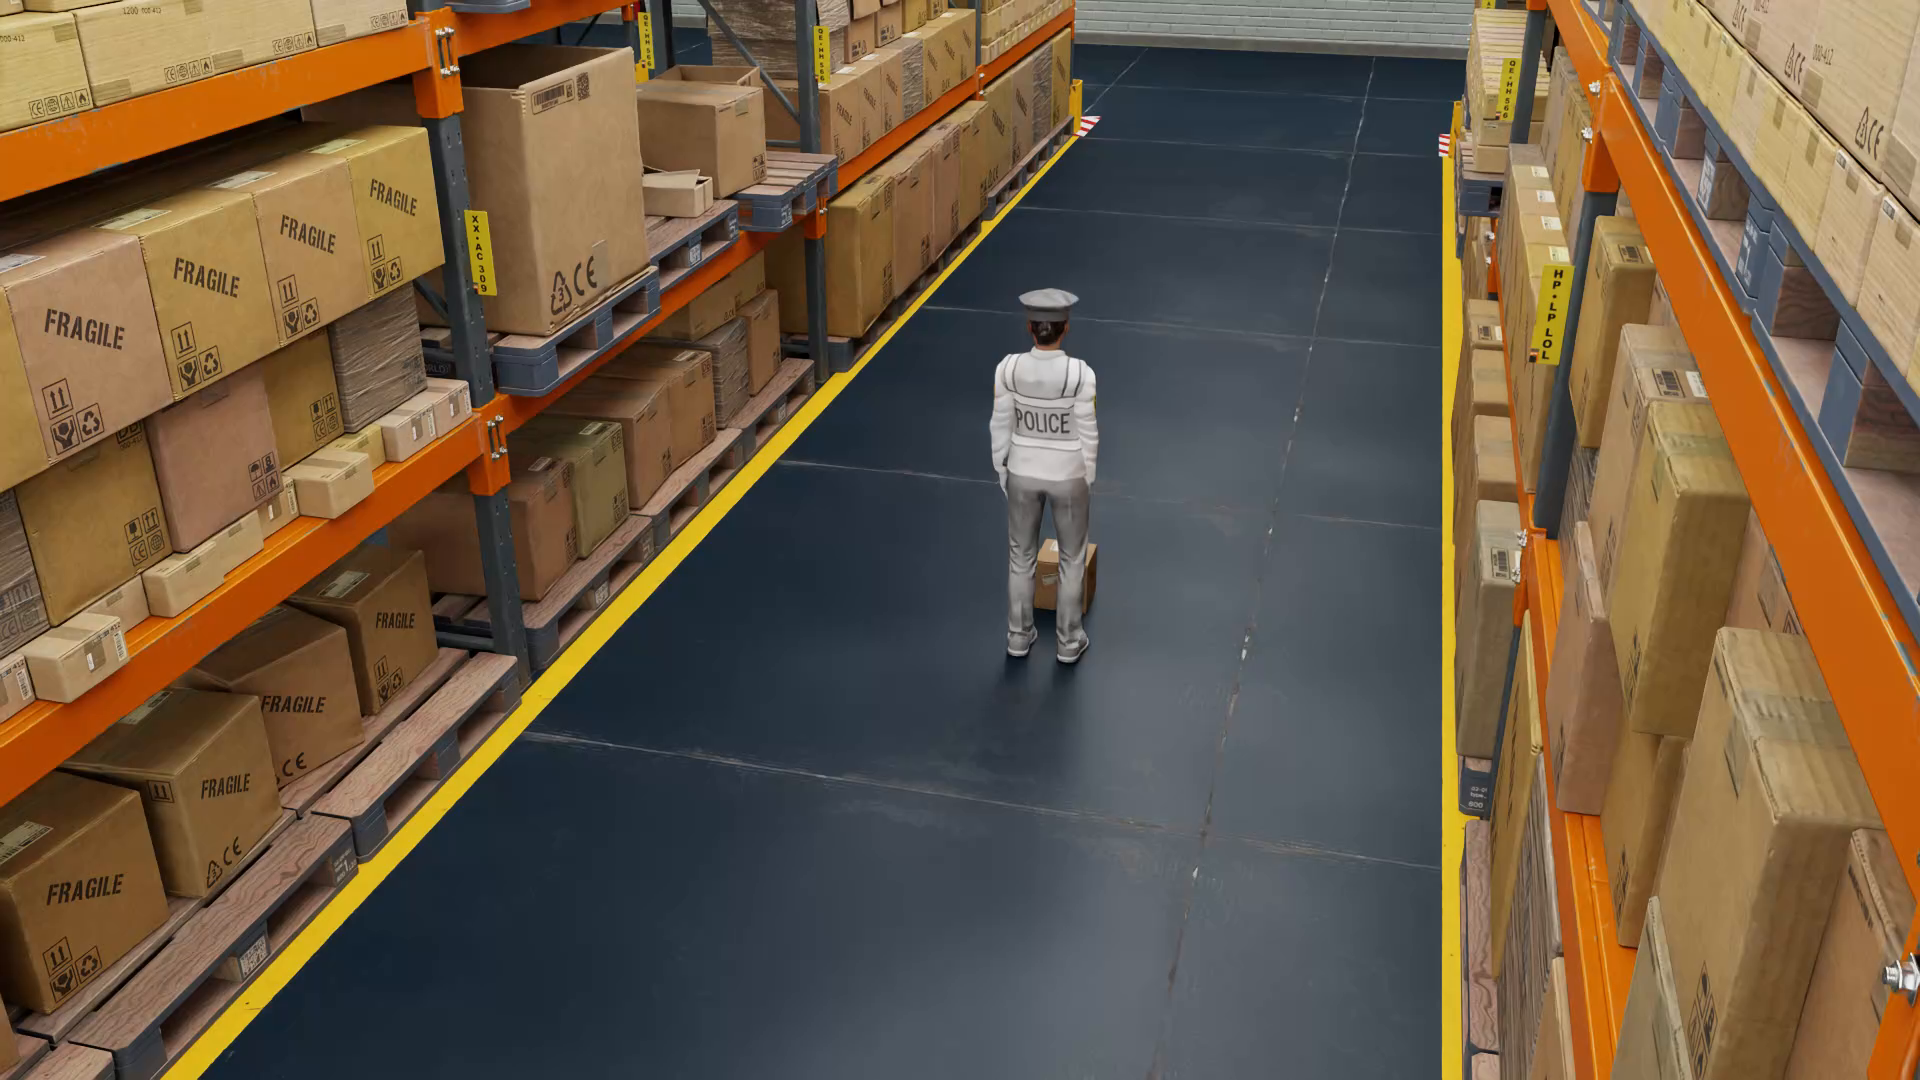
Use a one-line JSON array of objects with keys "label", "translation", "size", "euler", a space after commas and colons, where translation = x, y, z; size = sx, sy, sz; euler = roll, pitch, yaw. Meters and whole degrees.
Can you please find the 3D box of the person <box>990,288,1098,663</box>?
[{"label": "person", "translation": [0.363, -0.264, 7.173], "size": [0.471, 1.662, 0.327], "euler": [7, 26, 14]}]
